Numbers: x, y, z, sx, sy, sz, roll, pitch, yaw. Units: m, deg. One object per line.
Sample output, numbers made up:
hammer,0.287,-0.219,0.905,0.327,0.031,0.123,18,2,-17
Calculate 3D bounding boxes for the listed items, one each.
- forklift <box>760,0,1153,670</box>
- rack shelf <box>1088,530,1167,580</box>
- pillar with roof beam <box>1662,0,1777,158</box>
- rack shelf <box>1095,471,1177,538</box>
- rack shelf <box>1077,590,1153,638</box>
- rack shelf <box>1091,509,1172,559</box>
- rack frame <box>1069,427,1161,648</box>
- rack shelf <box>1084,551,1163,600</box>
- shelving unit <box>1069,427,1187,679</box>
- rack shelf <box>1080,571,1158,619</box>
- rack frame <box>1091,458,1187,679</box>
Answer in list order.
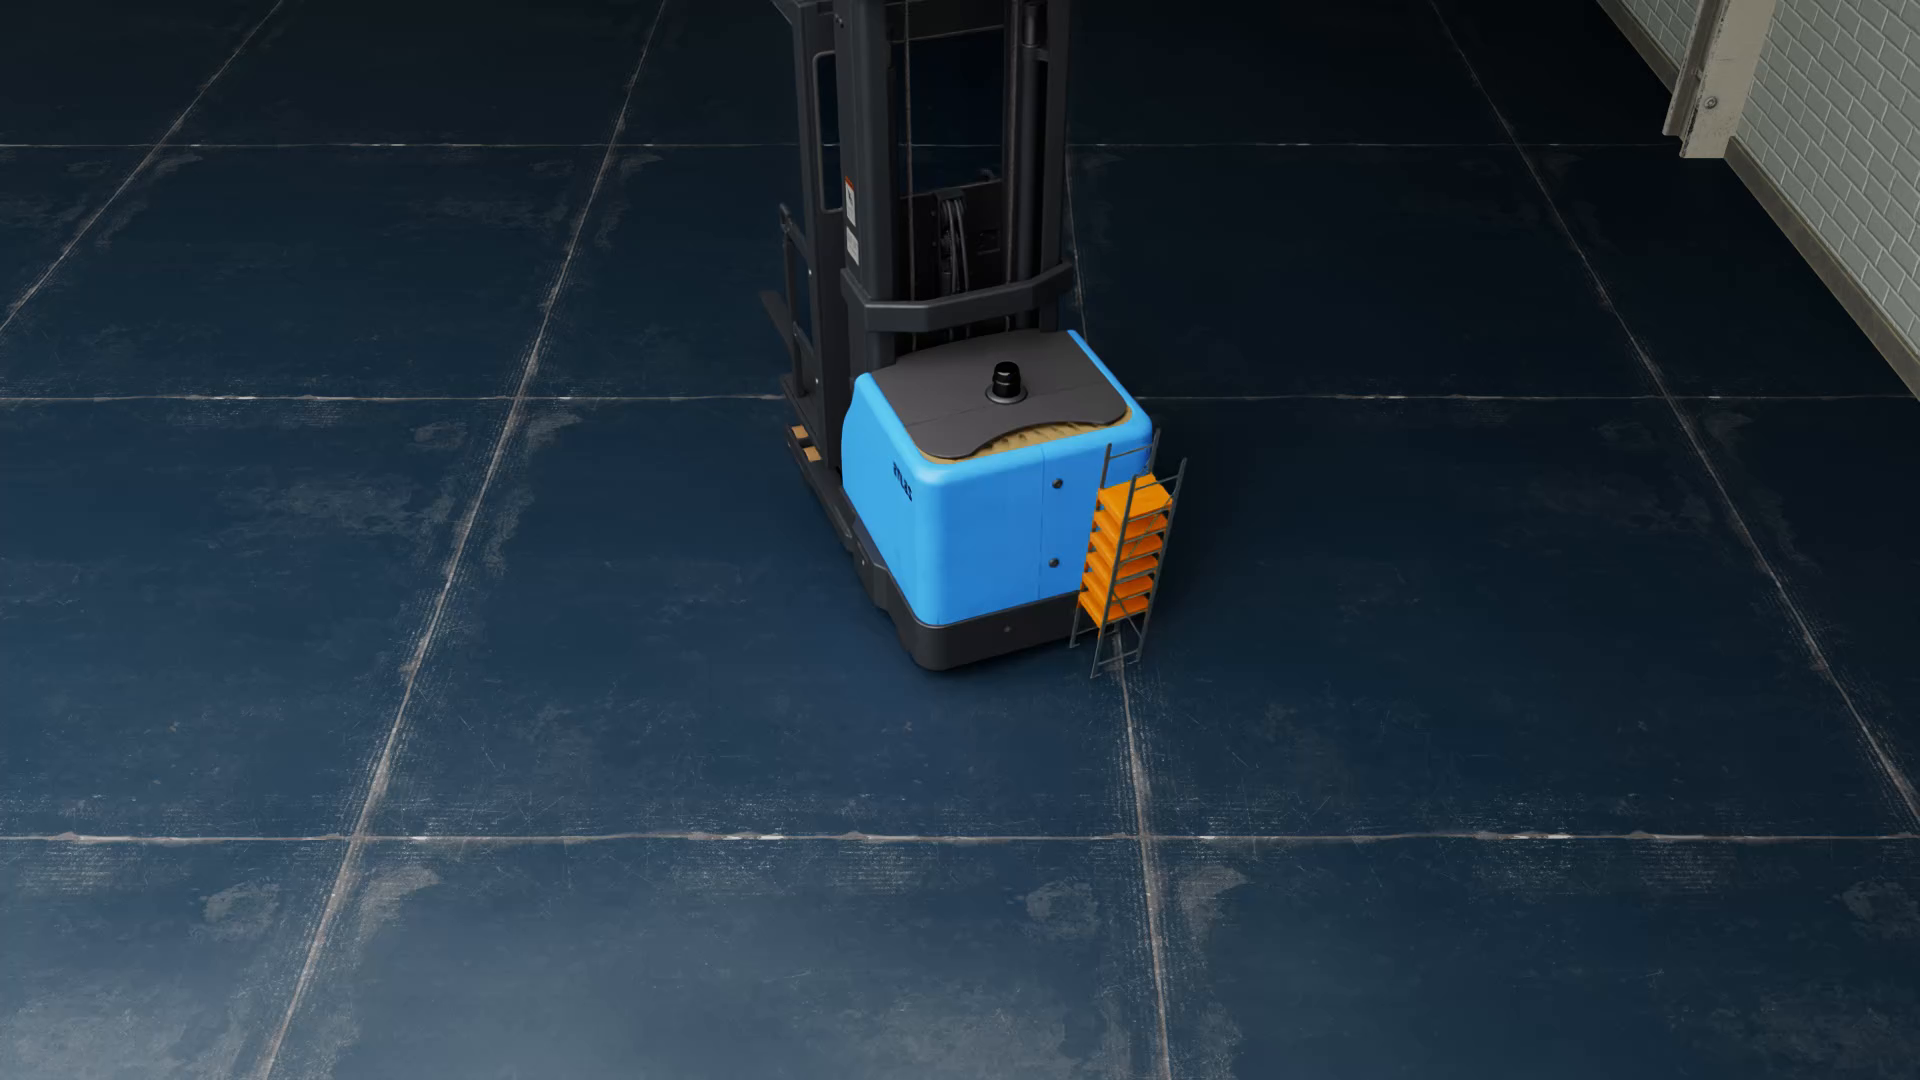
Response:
forklift,-0.221,-1.523,7.307,1.130,2.935,3.031,-14,41,-17
rack shelf,0.665,0.027,6.625,0.258,0.103,0.180,-18,51,-21
pillar with roof beam,0.565,-6.130,8.203,9.100,9.000,0.400,0,39,0
rack shelf,0.682,-0.138,6.451,0.258,0.103,0.180,-18,51,-21
rack shelf,0.640,0.273,6.886,0.258,0.103,0.180,-18,51,-21
rack shelf,0.674,-0.056,6.538,0.258,0.103,0.180,-18,51,-21
rack frame,0.618,0.017,6.734,0.240,1.200,0.006,-18,51,-21
rack shelf,0.657,0.109,6.712,0.258,0.103,0.180,-18,51,-21
shelving unit,0.660,0.078,6.680,0.258,1.200,0.189,-18,51,-21
rack shelf,0.648,0.191,6.799,0.258,0.103,0.180,-18,51,-21
rack frame,0.701,0.140,6.626,0.240,1.200,0.006,-18,51,-21
